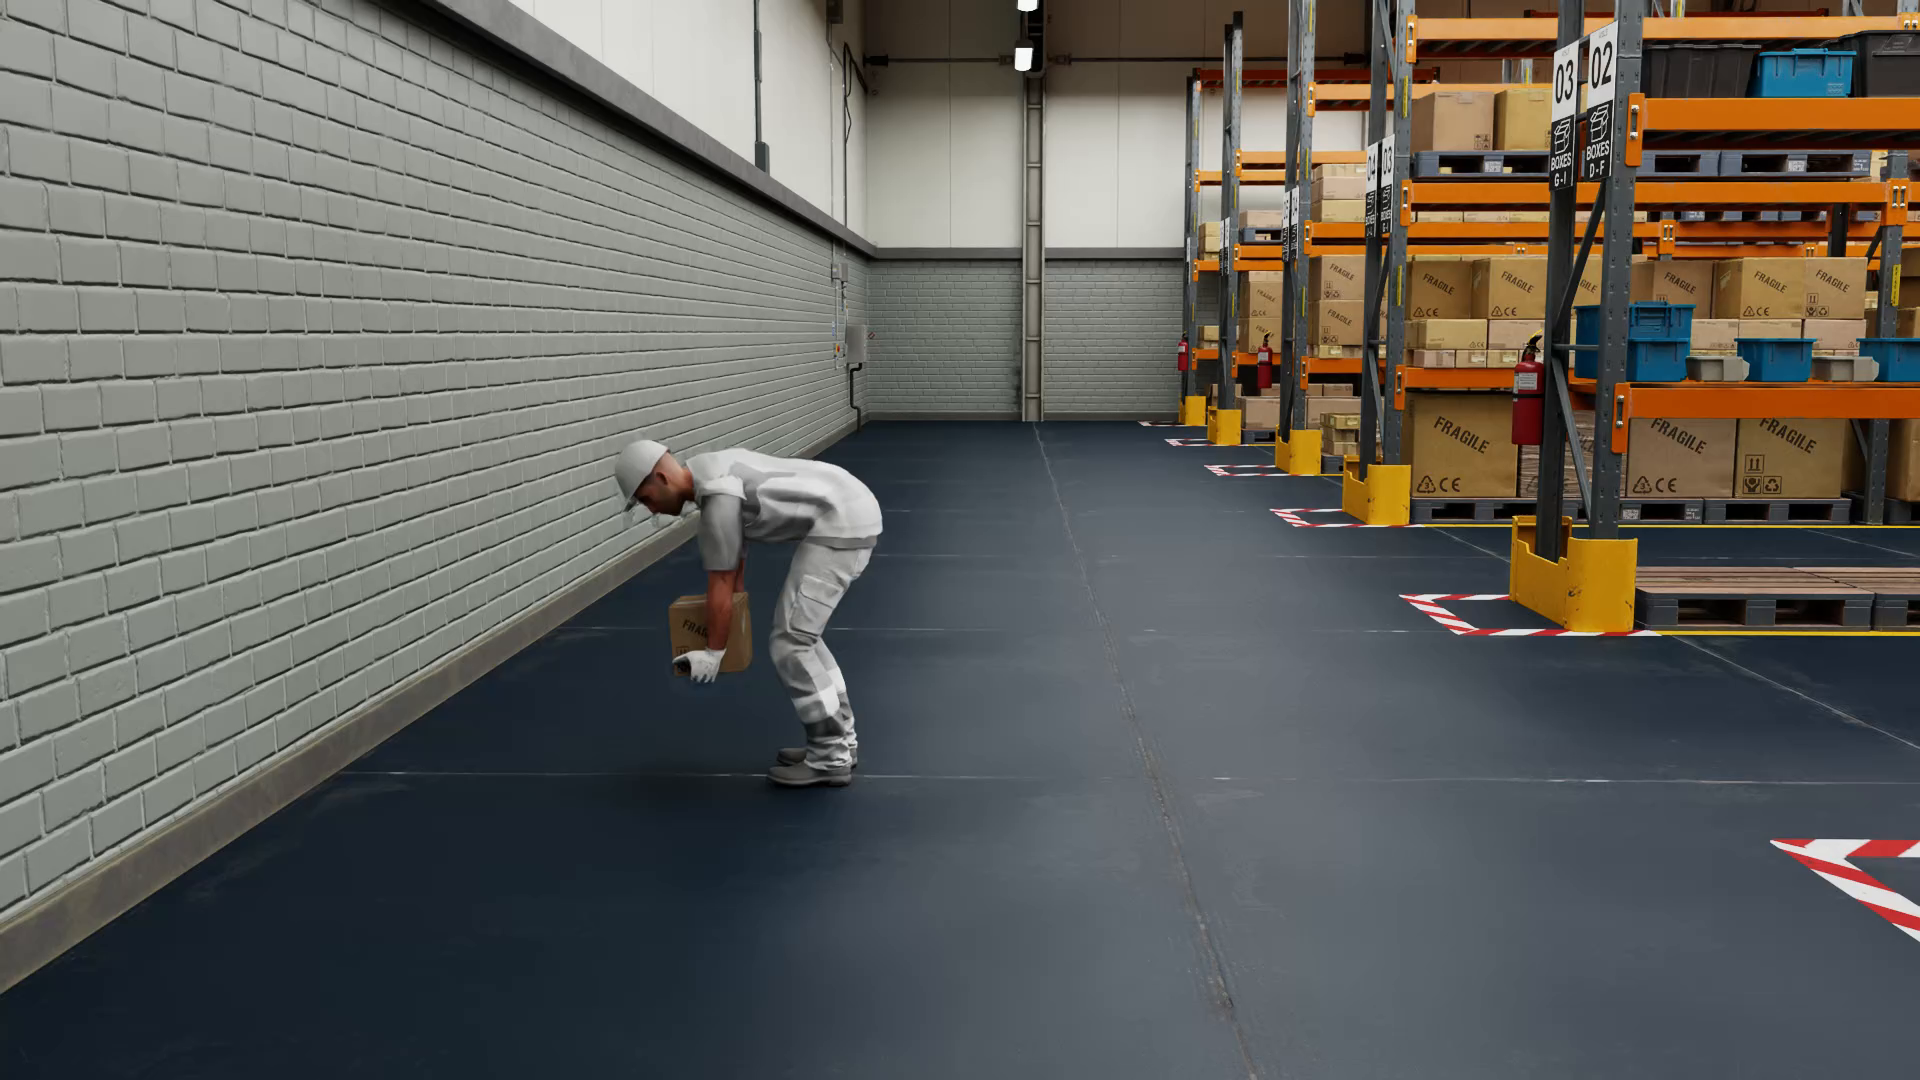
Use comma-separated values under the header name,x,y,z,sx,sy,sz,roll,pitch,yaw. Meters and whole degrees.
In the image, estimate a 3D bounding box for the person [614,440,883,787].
name,x,y,z,sx,sy,sz,roll,pitch,yaw
person,-0.748,0.249,5.965,0.949,1.218,0.494,0,7,0
